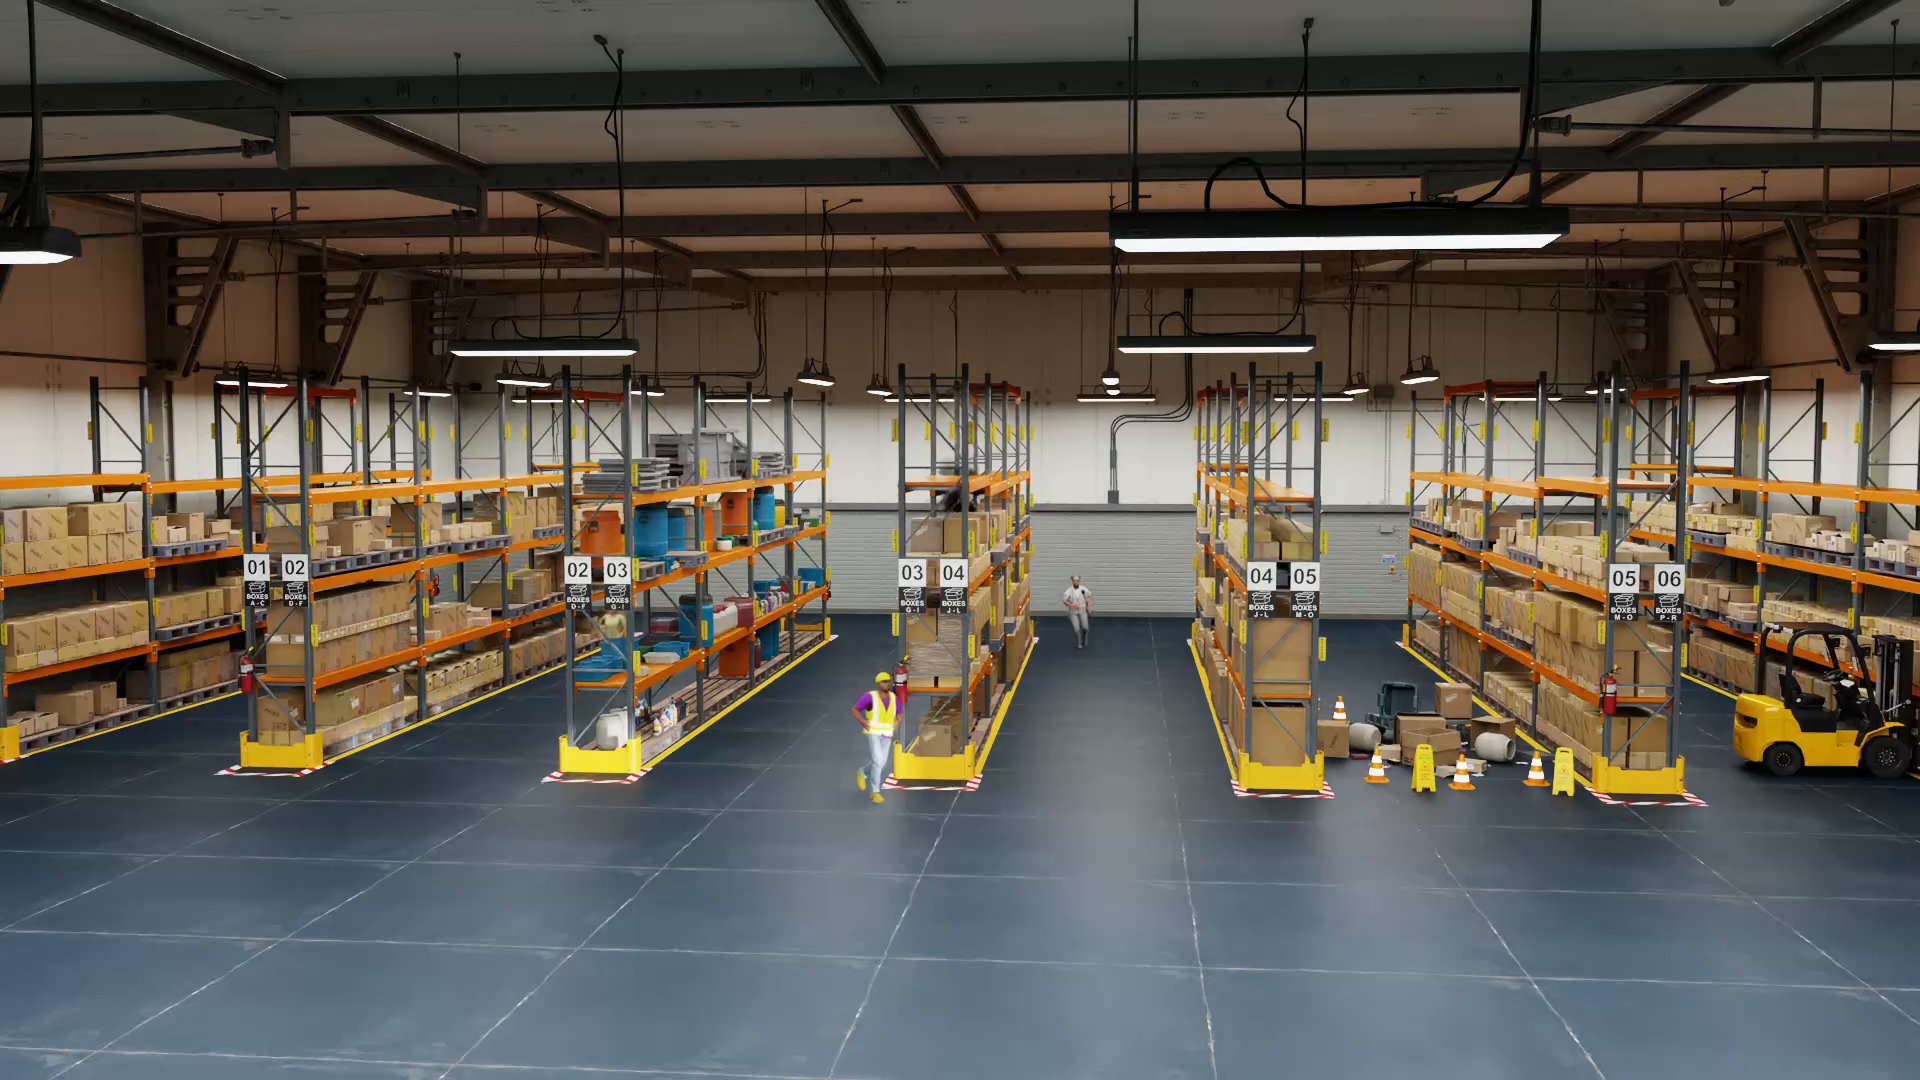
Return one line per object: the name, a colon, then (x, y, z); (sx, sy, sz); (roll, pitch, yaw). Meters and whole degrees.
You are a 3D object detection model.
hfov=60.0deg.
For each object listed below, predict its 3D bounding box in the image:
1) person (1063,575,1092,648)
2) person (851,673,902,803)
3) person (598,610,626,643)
person: (2.725, 1.662, 38.585); (0.667, 1.719, 0.530); (0, 4, 2)
person: (-1.123, 2.683, 22.927); (0.745, 1.731, 0.803); (-2, 4, -30)
person: (-6.966, 2.055, 33.309); (0.609, 1.621, 0.783); (0, 4, -5)
